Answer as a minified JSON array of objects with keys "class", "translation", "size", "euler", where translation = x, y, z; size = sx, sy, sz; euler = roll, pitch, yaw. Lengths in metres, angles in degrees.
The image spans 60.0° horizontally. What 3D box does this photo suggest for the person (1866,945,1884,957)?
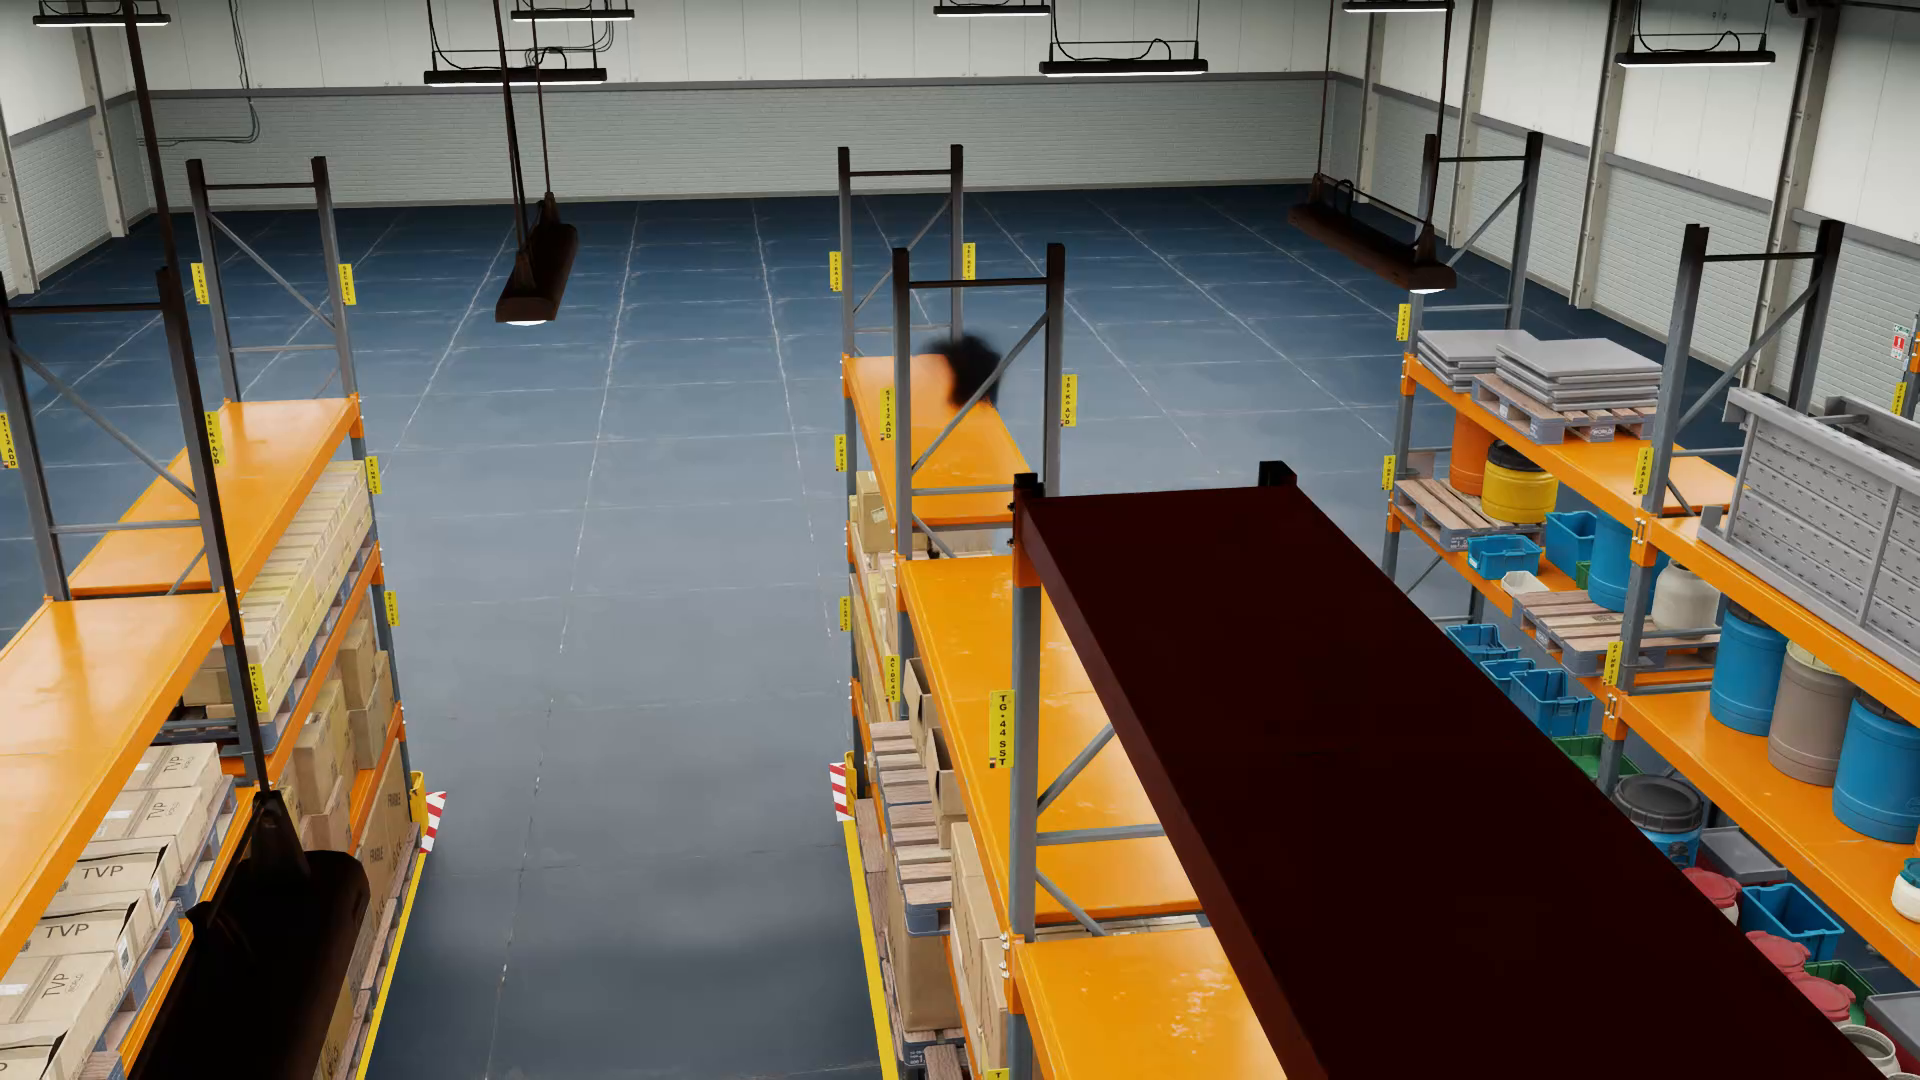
[{"class":"person","translation":[7.502,2.695,12.746],"size":[0.609,1.629,0.973],"euler":[-12,25,-27]}]
